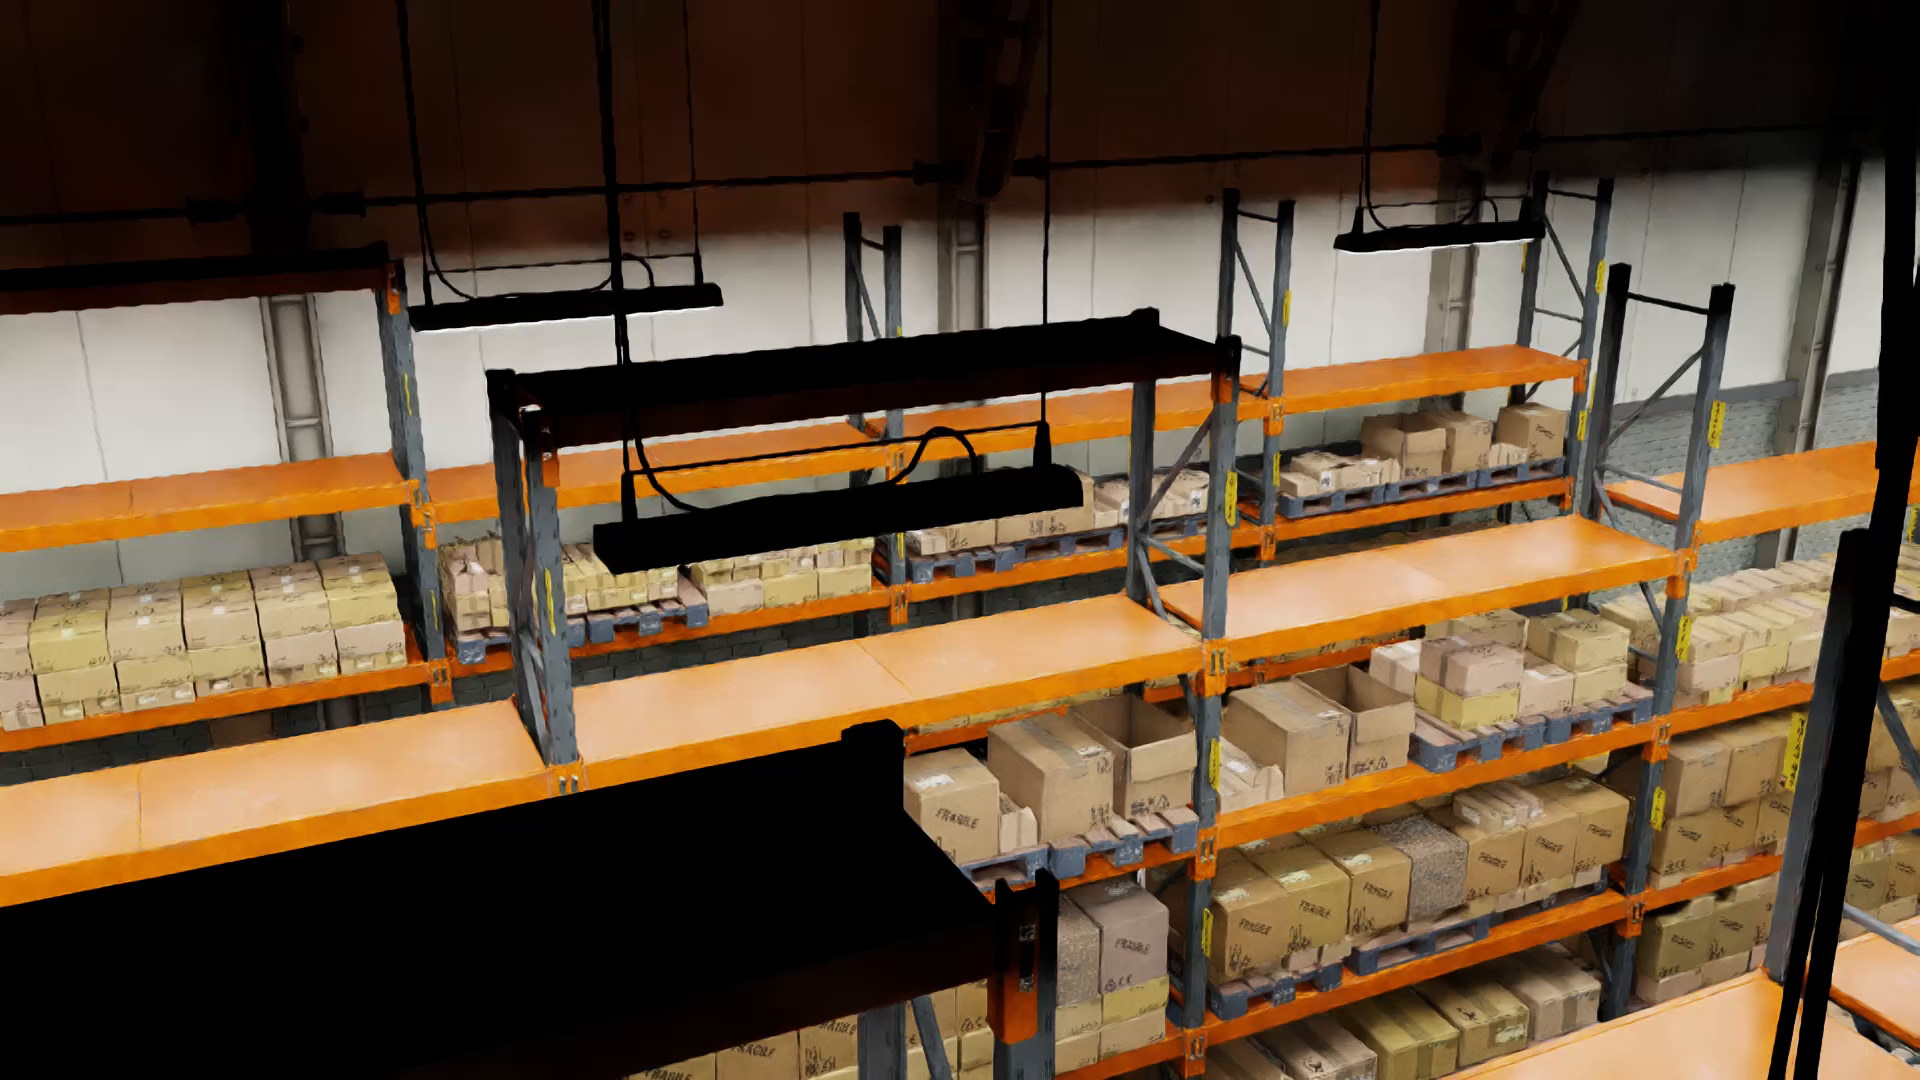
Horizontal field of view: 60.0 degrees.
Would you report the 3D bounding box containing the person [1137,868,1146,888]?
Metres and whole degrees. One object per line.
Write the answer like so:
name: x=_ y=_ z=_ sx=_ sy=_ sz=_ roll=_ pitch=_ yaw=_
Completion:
person: x=1.613 y=2.974 z=13.428 sx=0.370 sy=1.668 sz=0.530 roll=12 pitch=22 yaw=31
